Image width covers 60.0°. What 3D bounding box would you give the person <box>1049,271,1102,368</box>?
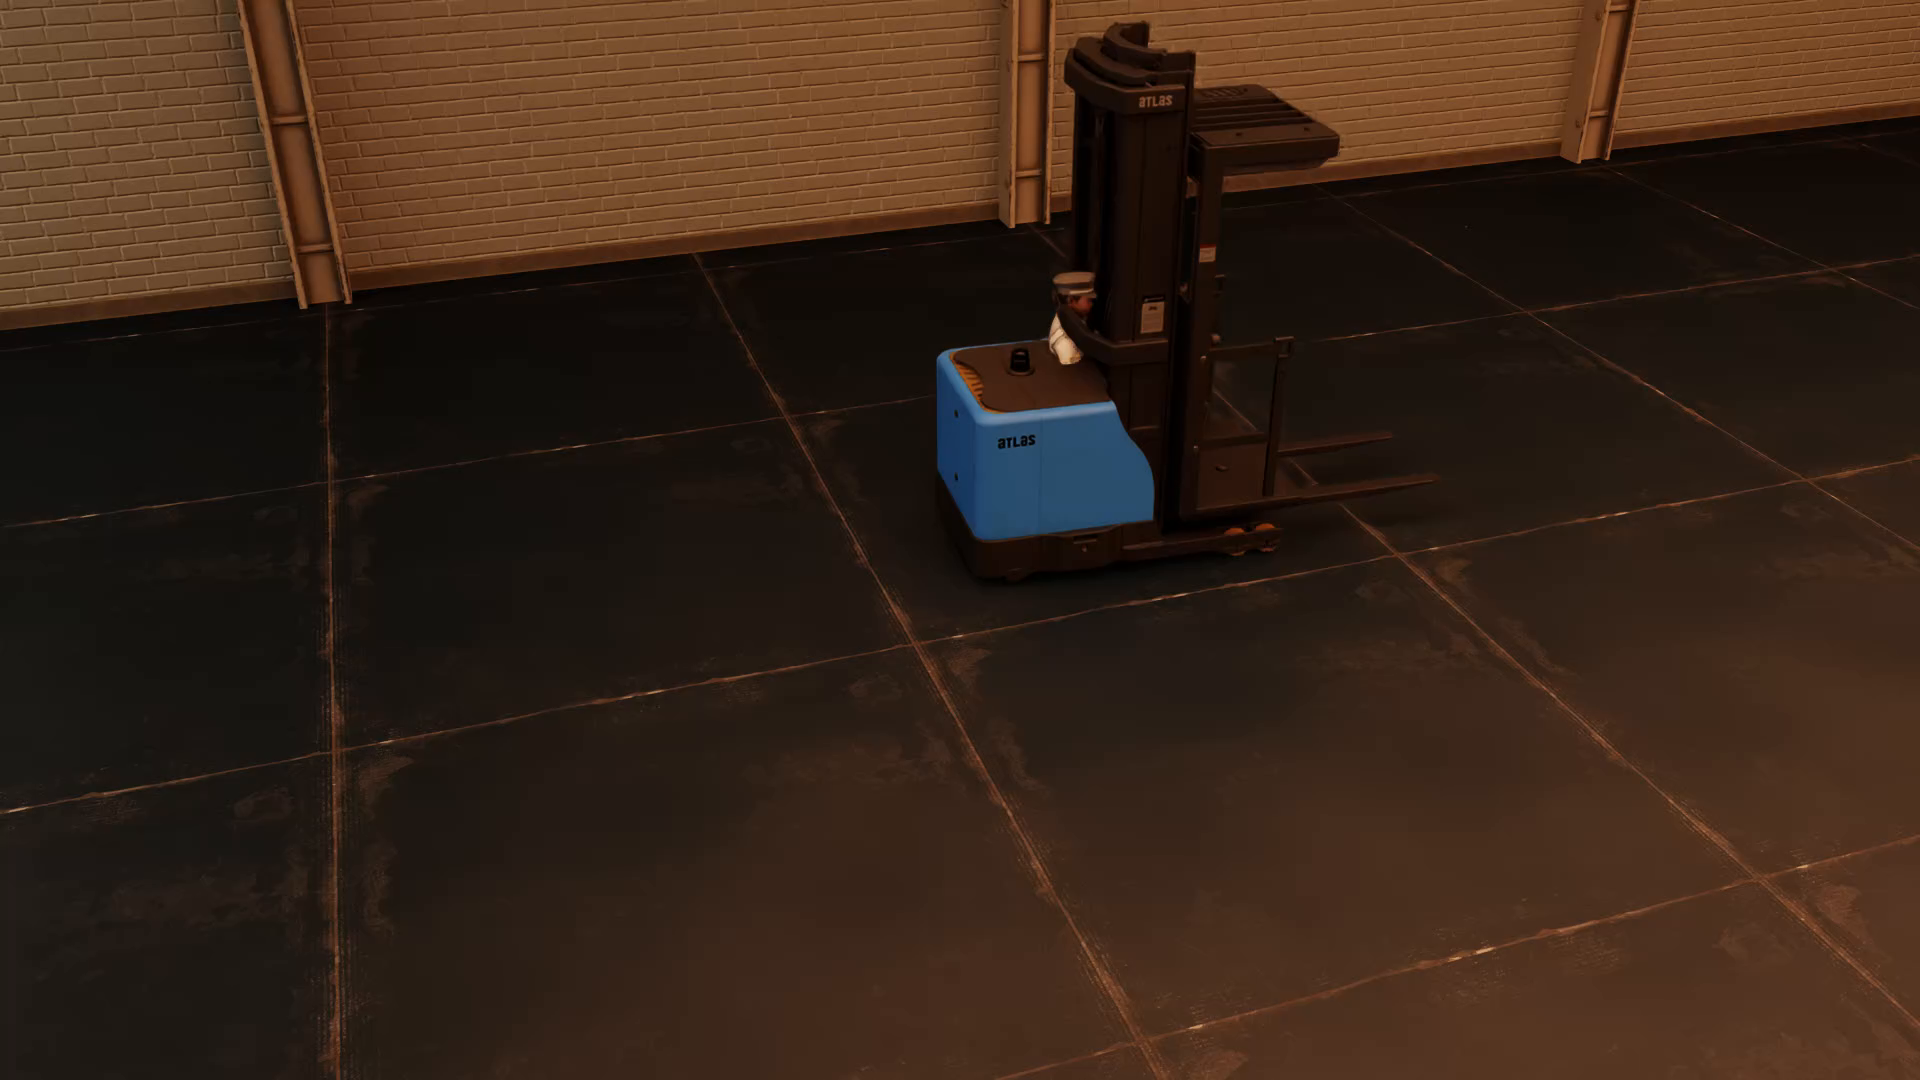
[{"bbox_3d":[0.839,-0.835,9.806,0.680,1.489,0.721,12,32,19],"label":"person"}]

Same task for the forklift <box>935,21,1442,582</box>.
[{"bbox_3d":[1.422,-1.423,9.561,3.031,2.935,1.130,-8,31,-13],"label":"forklift"}]
